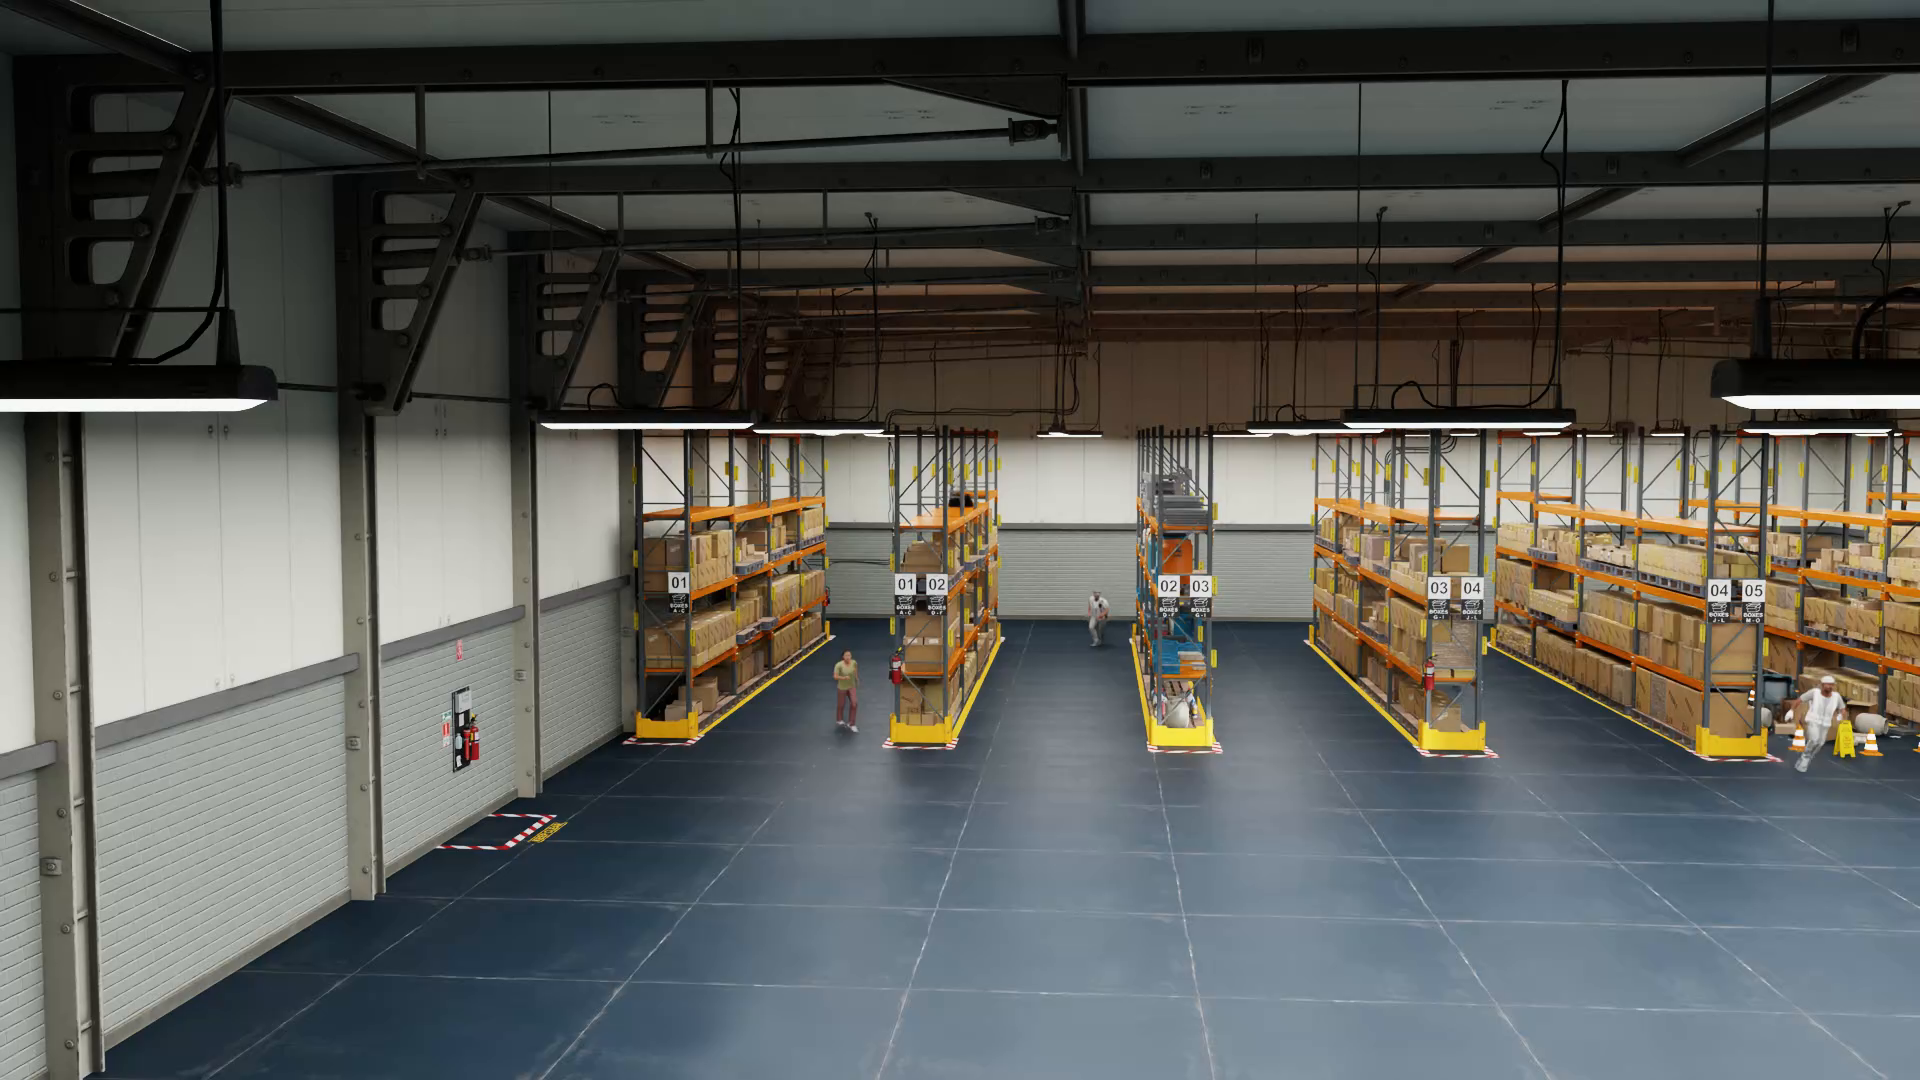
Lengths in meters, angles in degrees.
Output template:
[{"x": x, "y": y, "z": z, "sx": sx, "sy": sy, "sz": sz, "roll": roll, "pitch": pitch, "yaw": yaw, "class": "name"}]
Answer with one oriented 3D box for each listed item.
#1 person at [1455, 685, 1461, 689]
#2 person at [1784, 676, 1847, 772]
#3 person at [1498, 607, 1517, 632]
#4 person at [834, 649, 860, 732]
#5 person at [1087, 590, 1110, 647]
[{"x": 11.465, "y": 2.714, "z": 38.307, "sx": 0.543, "sy": 1.426, "sz": 0.902, "roll": 1, "pitch": 4, "yaw": 13, "class": "person"}, {"x": 14.789, "y": 3.170, "z": 28.608, "sx": 0.865, "sy": 1.687, "sz": 0.722, "roll": 0, "pitch": 3, "yaw": -2, "class": "person"}, {"x": 15.744, "y": 1.977, "z": 47.918, "sx": 0.856, "sy": 1.782, "sz": 0.641, "roll": -2, "pitch": 4, "yaw": -34, "class": "person"}, {"x": -2.249, "y": 2.943, "z": 32.816, "sx": 0.575, "sy": 1.640, "sz": 0.935, "roll": -1, "pitch": 4, "yaw": -17, "class": "person"}, {"x": 3.881, "y": 2.144, "z": 46.123, "sx": 0.682, "sy": 1.583, "sz": 1.078, "roll": 1, "pitch": 4, "yaw": 22, "class": "person"}]
